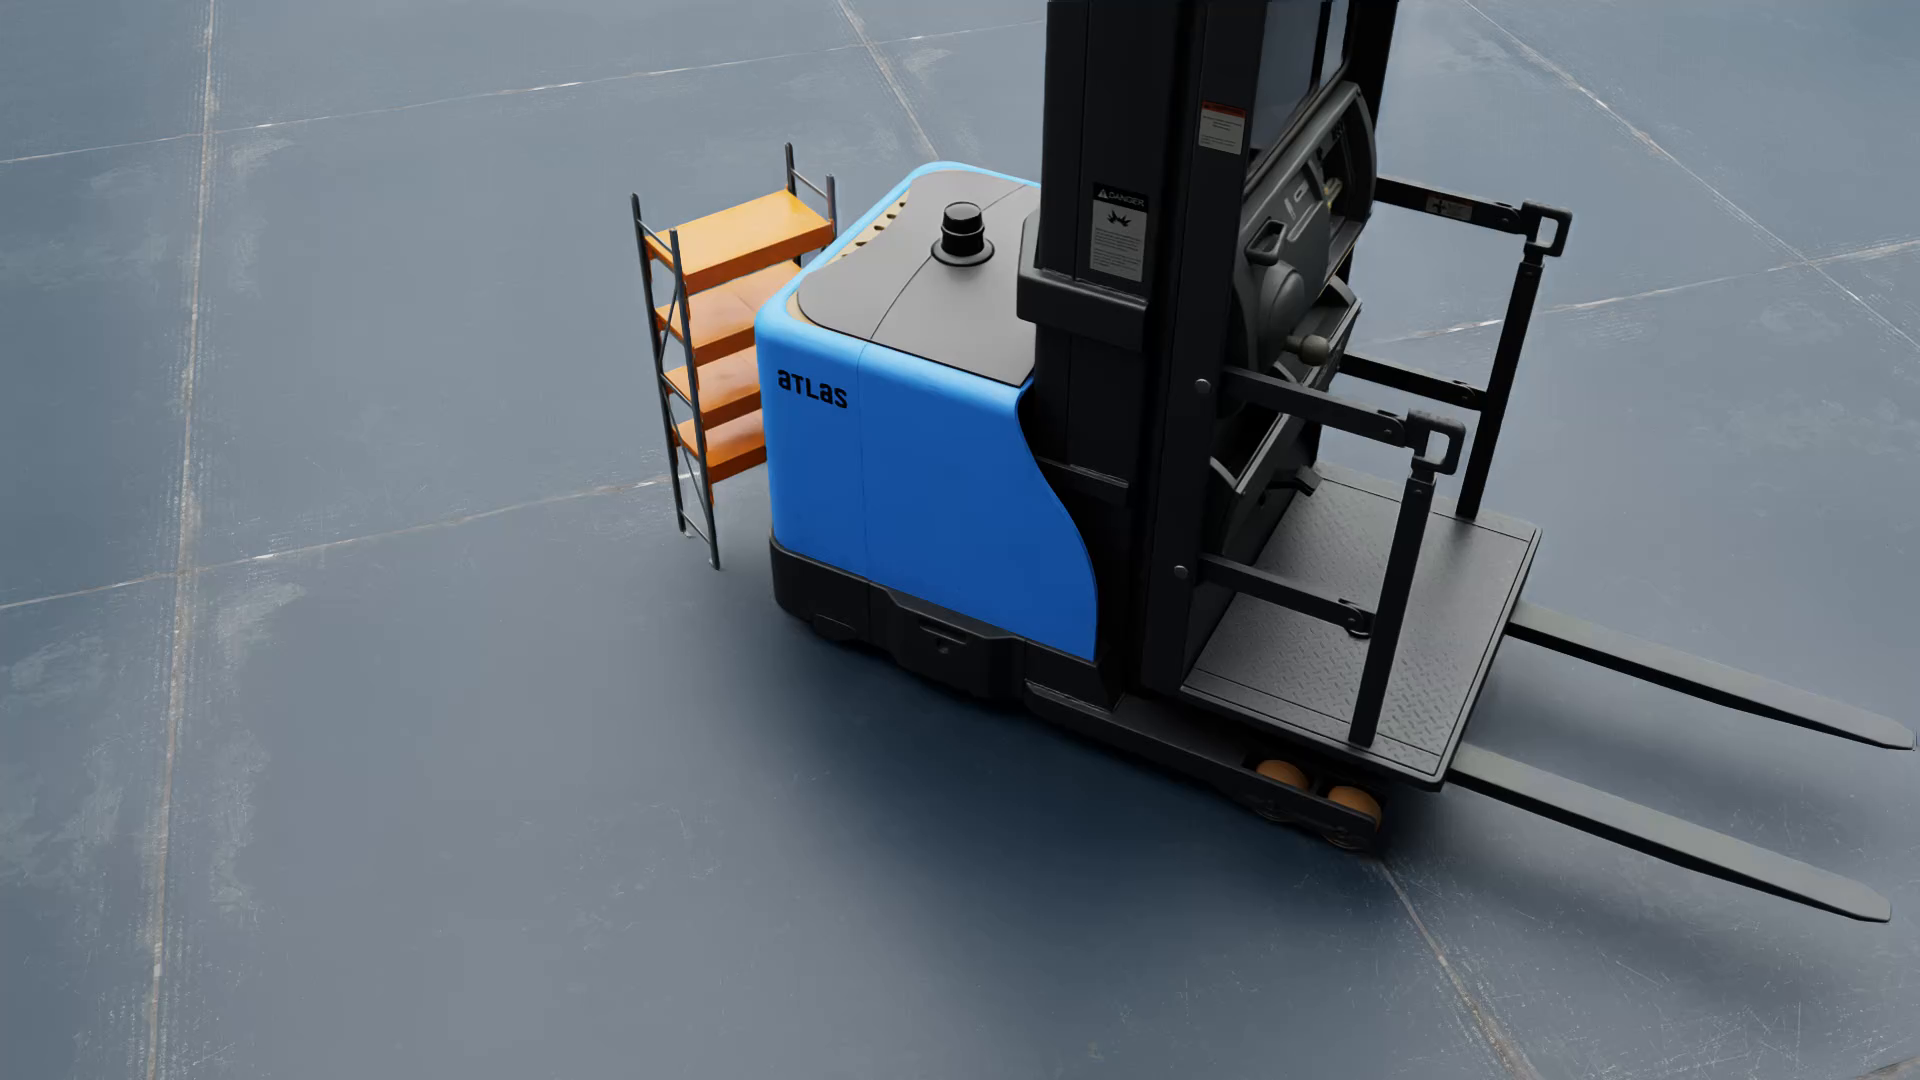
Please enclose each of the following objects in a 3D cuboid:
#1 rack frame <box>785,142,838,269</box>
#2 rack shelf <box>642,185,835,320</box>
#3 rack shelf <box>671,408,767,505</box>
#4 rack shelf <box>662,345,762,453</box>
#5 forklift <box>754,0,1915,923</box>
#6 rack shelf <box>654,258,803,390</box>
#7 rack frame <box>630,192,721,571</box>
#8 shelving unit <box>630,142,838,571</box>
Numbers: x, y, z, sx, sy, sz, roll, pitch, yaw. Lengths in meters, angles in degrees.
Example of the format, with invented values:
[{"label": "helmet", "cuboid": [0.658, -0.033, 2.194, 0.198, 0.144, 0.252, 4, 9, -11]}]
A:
[{"label": "rack frame", "cuboid": [-0.422, -0.612, 5.038, 0.015, 1.200, 0.240, -25, 47, -26]}, {"label": "rack shelf", "cuboid": [-0.619, -0.813, 4.672, 0.480, 0.148, 0.258, -25, 47, -26]}, {"label": "rack shelf", "cuboid": [-0.619, -0.317, 5.105, 0.480, 0.148, 0.258, -25, 47, -26]}, {"label": "rack shelf", "cuboid": [-0.619, -0.467, 4.975, 0.480, 0.148, 0.258, -25, 47, -26]}, {"label": "forklift", "cuboid": [0.993, -0.703, 3.827, 3.031, 2.935, 1.130, 19, 45, 21]}, {"label": "rack shelf", "cuboid": [-0.619, -0.635, 4.828, 0.480, 0.148, 0.258, -25, 47, -26]}, {"label": "rack frame", "cuboid": [-0.817, -0.424, 4.823, 0.015, 1.200, 0.240, -25, 47, -26]}, {"label": "shelving unit", "cuboid": [-0.619, -0.518, 4.930, 0.503, 1.200, 0.258, -25, 47, -26]}]
